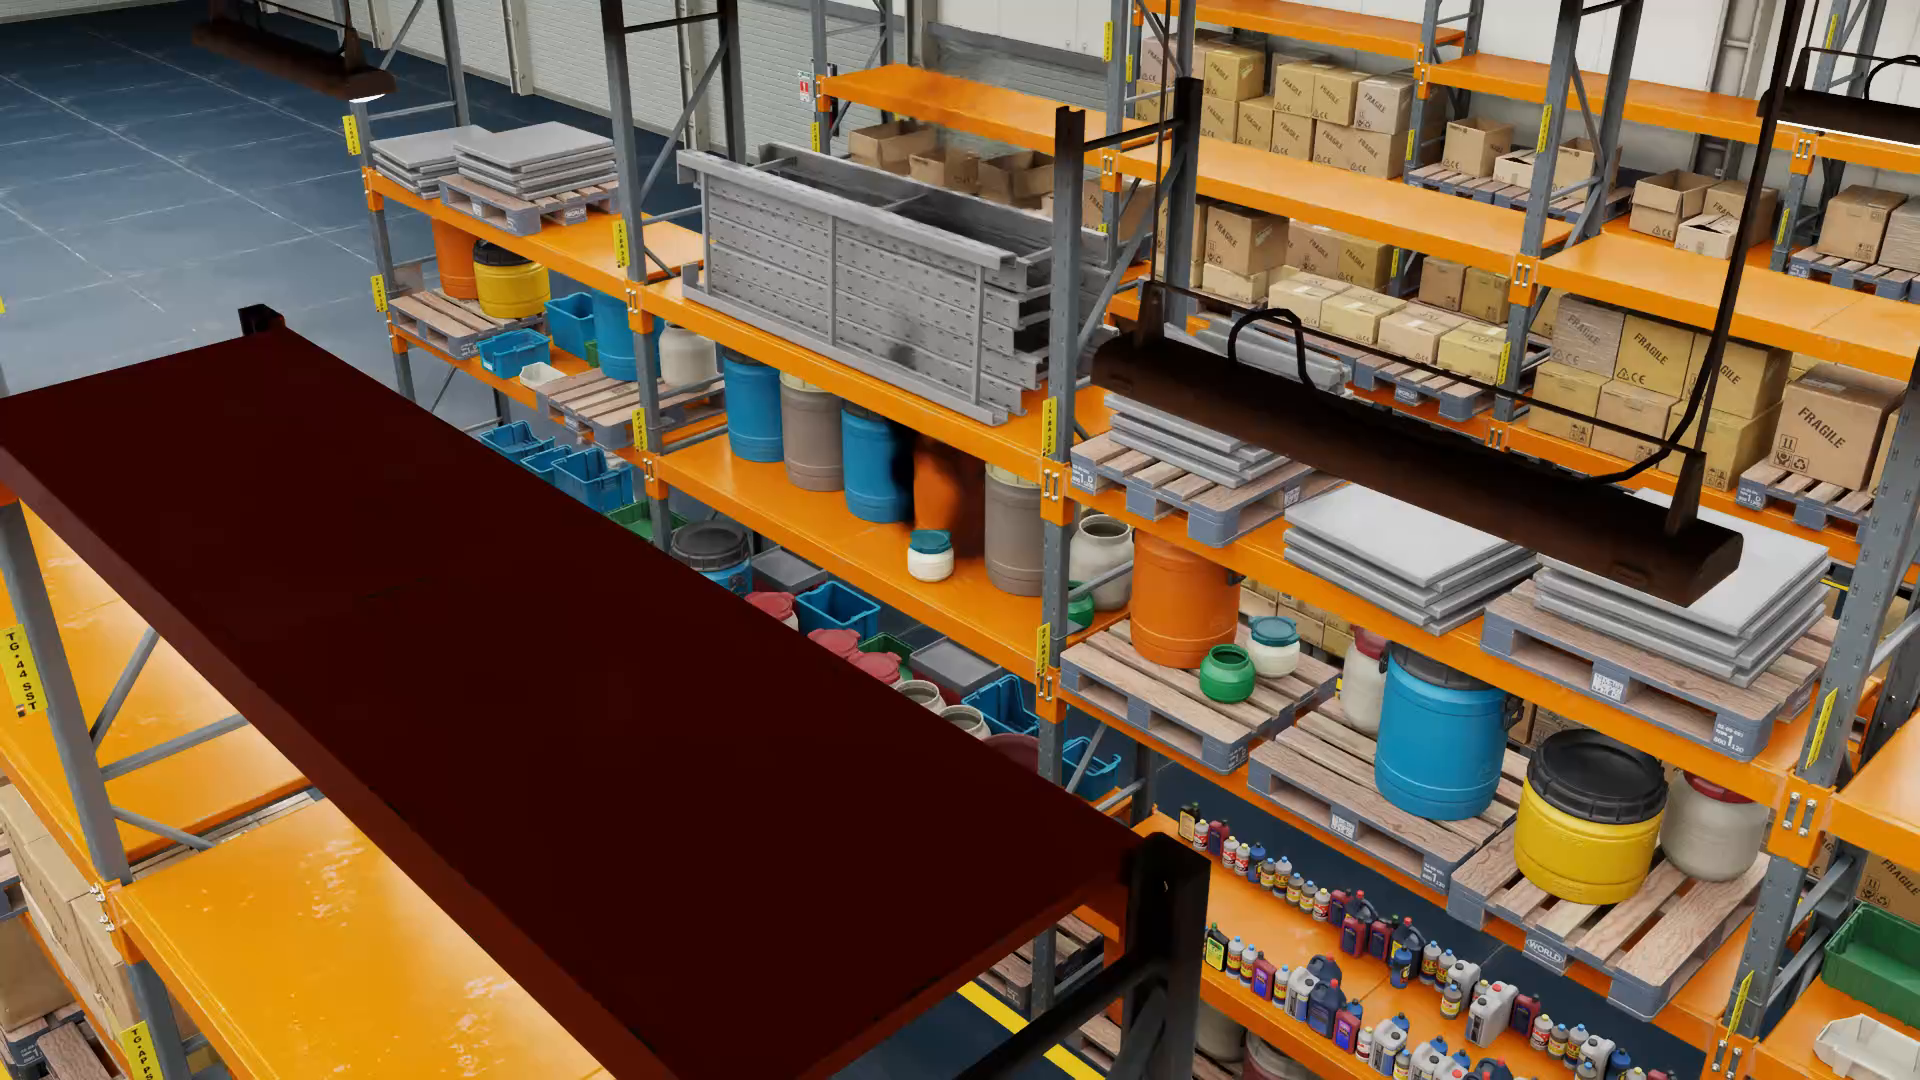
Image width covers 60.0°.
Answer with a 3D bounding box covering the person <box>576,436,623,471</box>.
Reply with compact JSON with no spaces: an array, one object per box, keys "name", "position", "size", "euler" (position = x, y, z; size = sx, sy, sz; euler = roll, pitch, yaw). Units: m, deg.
[{"name":"person","position":[-3.461,-0.880,16.626],"size":[0.881,1.763,0.687],"euler":[17,33,29]}]
